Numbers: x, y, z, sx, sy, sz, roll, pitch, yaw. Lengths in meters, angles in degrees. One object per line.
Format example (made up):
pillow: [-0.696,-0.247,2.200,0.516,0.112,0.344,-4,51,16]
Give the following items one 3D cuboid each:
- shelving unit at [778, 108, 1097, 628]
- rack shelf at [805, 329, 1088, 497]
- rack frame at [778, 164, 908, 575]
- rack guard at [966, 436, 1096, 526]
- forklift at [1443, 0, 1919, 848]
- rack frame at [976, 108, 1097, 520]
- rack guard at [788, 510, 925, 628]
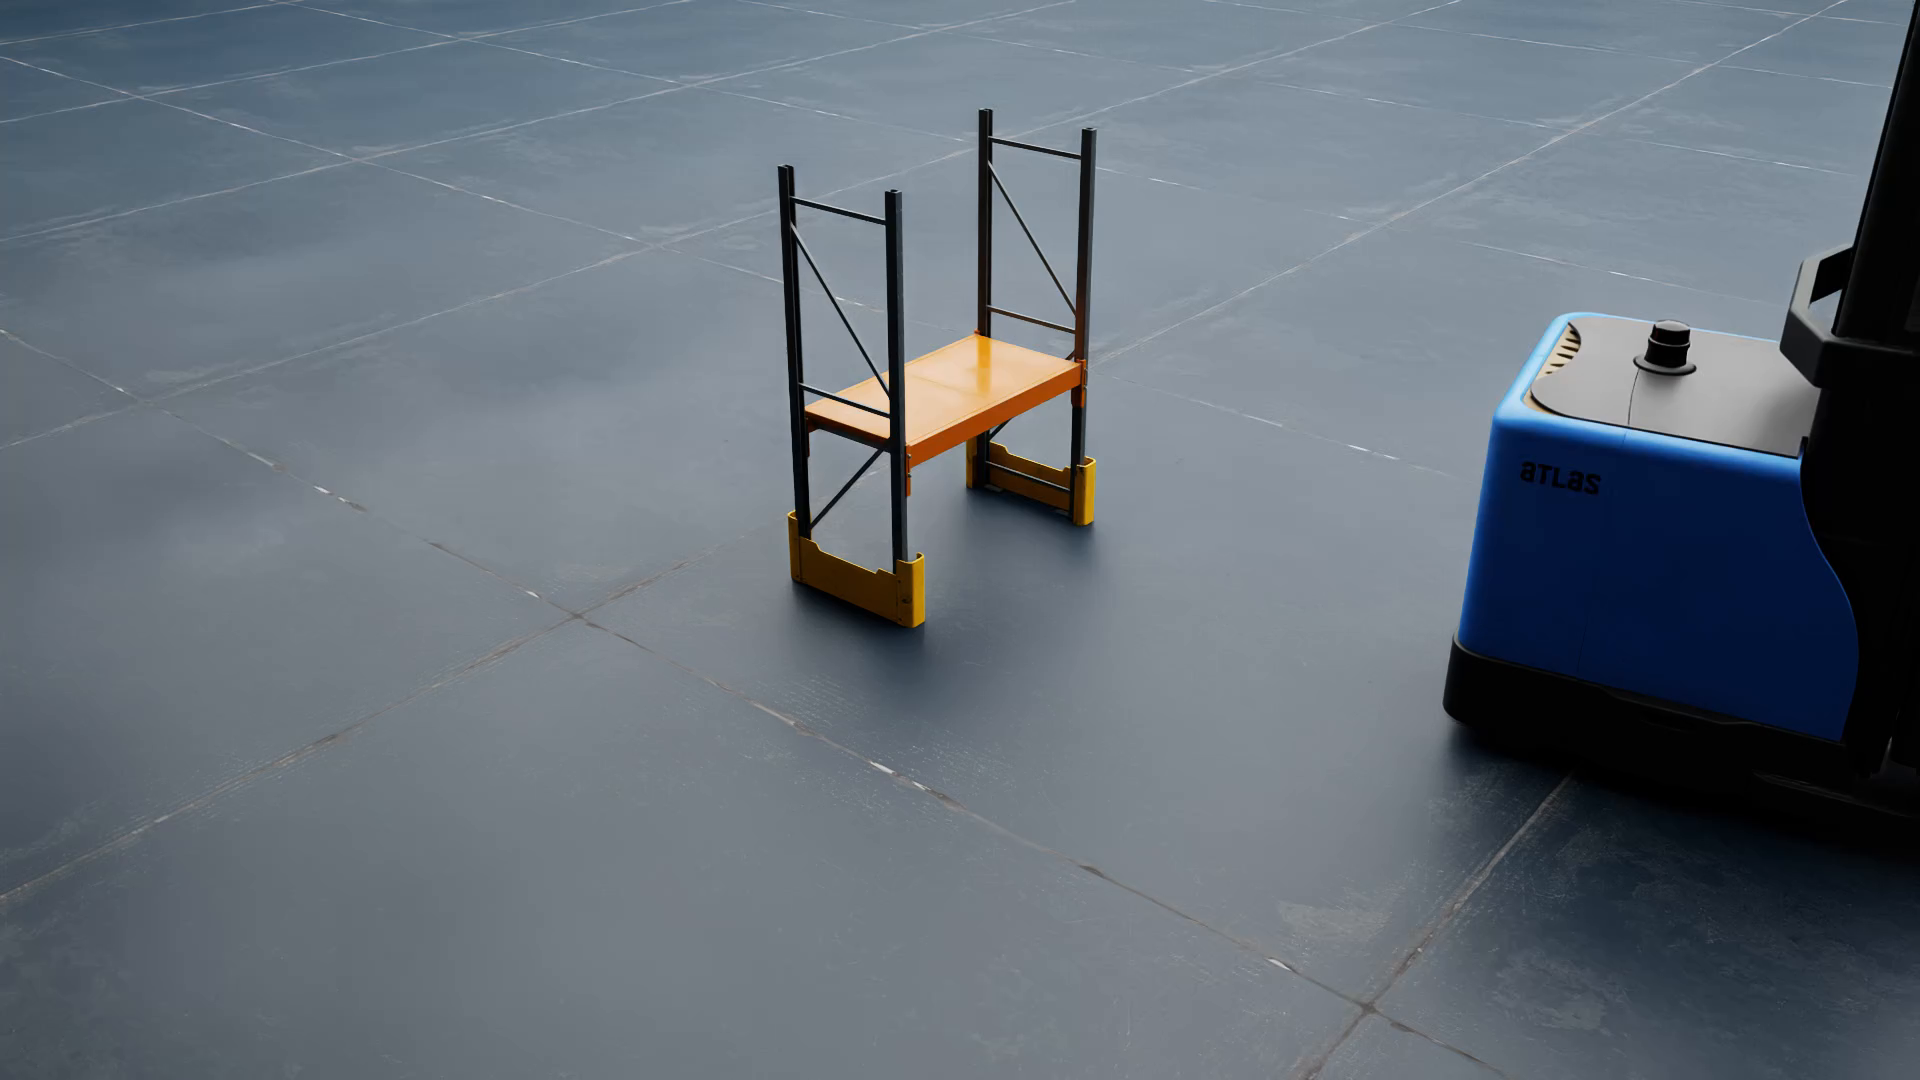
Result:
shelving unit: [-0.049,-0.639,5.853,0.587,1.500,1.083,21,34,34]
rack shelf: [-0.054,-0.476,5.930,0.538,0.185,1.000,21,34,34]
rack frame: [-0.378,-0.456,5.499,0.500,1.500,0.032,21,34,34]
rack guard: [0.268,-0.261,6.482,0.587,0.250,0.087,21,34,34]
forklift: [3.027,-0.585,4.191,3.031,2.935,1.130,14,30,25]
rack frame: [0.269,-0.816,6.195,0.500,1.500,0.032,21,34,34]
rack guard: [-0.365,0.093,5.799,0.587,0.250,0.087,21,34,34]
